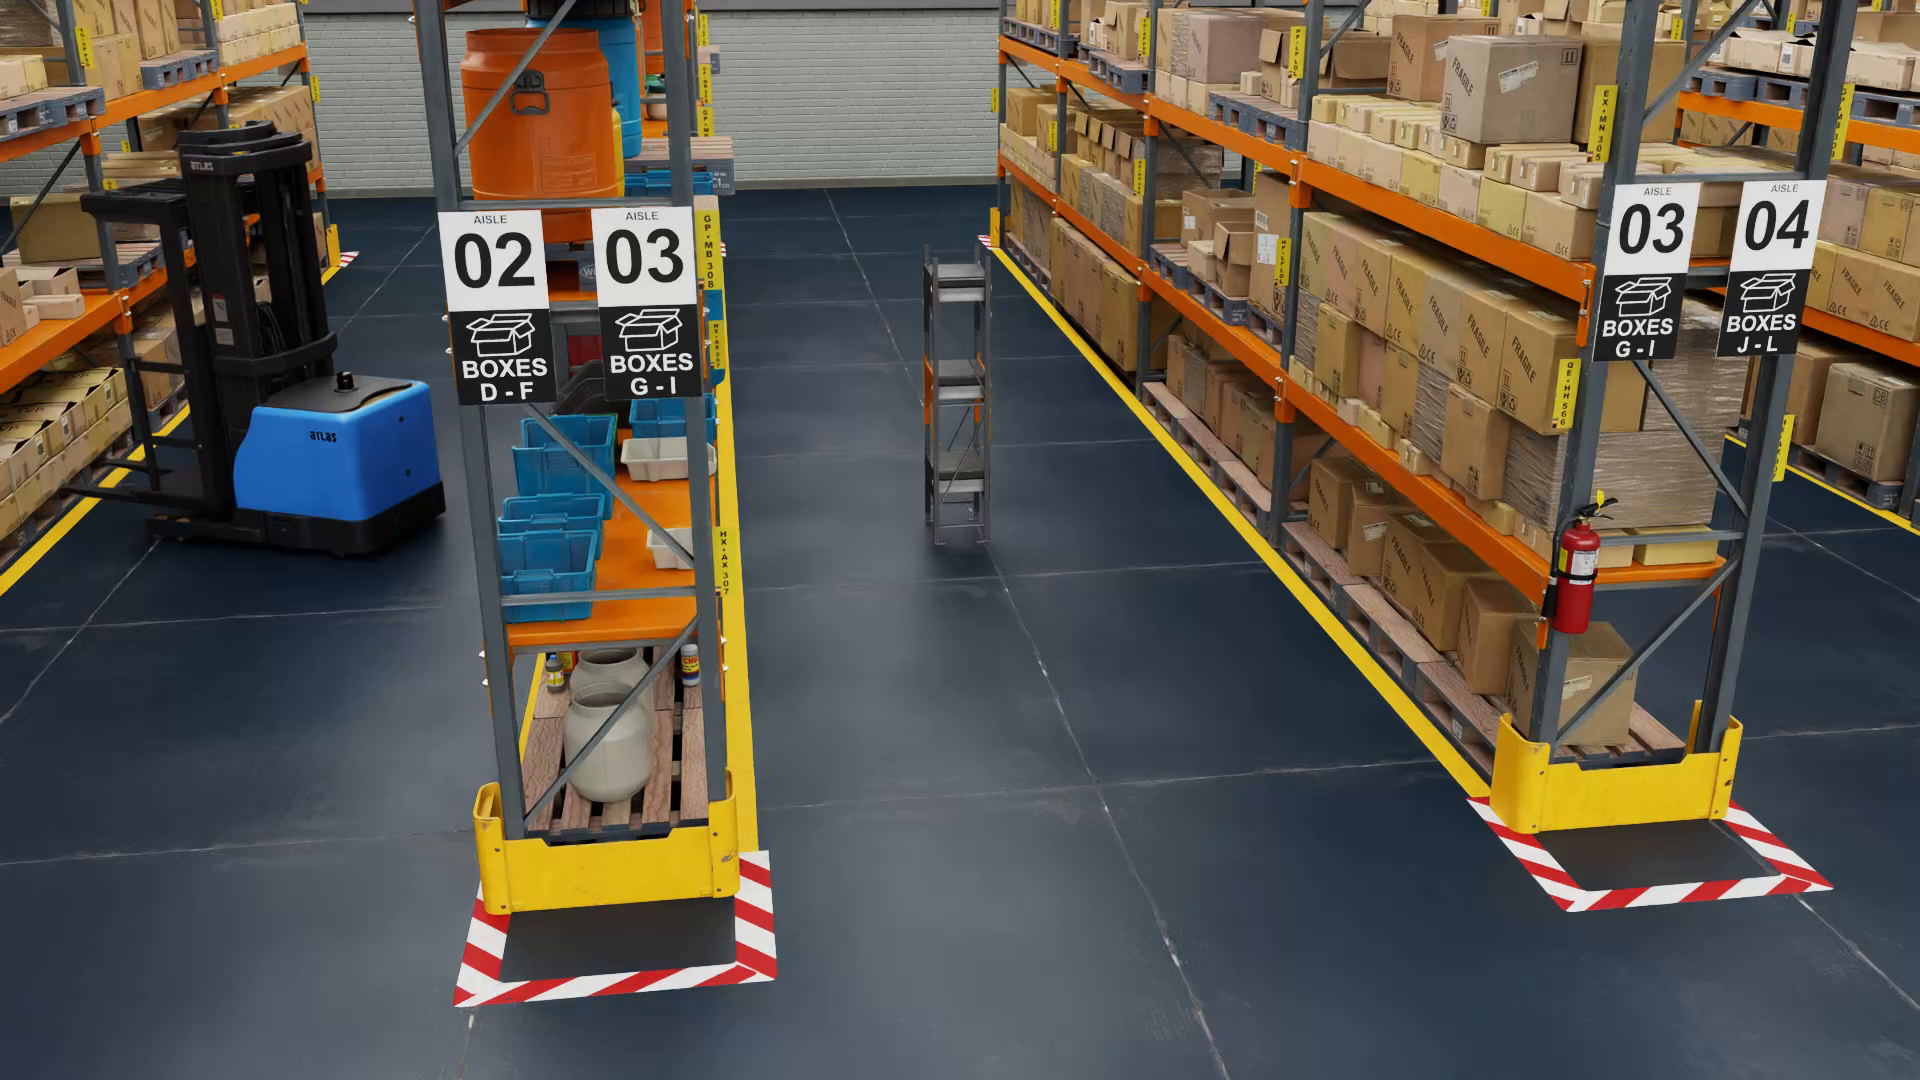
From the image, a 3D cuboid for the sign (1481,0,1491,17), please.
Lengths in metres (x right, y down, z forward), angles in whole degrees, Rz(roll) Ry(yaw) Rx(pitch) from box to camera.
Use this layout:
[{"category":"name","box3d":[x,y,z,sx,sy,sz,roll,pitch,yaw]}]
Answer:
[{"category":"sign","box3d":[5.986,-5.987,18.932,0.100,0.325,0.005,-3,21,-8]}]

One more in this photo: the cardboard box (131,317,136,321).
[{"category":"cardboard box","box3d":[-8.069,-1.797,15.685,0.500,0.500,0.500,-4,21,-10]}]

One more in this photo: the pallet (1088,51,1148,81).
[{"category":"pallet","box3d":[1.866,-4.693,16.478,1.003,0.211,1.213,-2,21,-5]}]

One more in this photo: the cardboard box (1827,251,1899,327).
[{"category":"cardboard box","box3d":[7.262,-1.989,13.110,0.500,0.500,0.500,-3,21,-8]}]

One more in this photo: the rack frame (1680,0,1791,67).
[{"category":"rack frame","box3d":[7.098,-5.795,14.870,1.000,3.000,0.127,-3,21,-8]}]

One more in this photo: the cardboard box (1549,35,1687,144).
[{"category":"cardboard box","box3d":[3.382,-2.353,8.659,0.500,0.500,0.500,-3,21,-8]}]

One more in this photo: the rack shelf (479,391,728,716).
[{"category":"rack shelf","box3d":[-1.861,-0.105,9.239,1.077,0.370,4.000,-3,21,-8]}]

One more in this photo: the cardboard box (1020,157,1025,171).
[{"category":"cardboard box","box3d":[0.970,-4.750,21.005,0.380,0.149,0.250,-3,21,-9]}]

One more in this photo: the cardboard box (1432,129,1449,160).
[{"category":"cardboard box","box3d":[2.806,-2.150,9.042,0.380,0.149,0.250,-4,21,-11]}]

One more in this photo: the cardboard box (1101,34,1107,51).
[{"category":"cardboard box","box3d":[1.665,-5.115,17.097,0.380,0.149,0.250,-4,21,-10]}]

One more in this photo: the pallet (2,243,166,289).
[{"category":"pallet","box3d":[-7.795,-2.412,14.662,1.213,0.211,1.003,-3,21,-8]}]

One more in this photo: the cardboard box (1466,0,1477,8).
[{"category":"cardboard box","box3d":[6.158,-6.311,19.469,0.380,0.149,0.250,-2,21,-6]}]

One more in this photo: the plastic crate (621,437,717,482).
[{"category":"plastic crate","box3d":[-1.665,-0.462,9.542,0.530,0.136,0.437,-3,21,-8]}]

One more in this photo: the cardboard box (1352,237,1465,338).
[{"category":"cardboard box","box3d":[2.710,-1.524,10.013,0.500,0.500,0.500,-3,21,-8]}]

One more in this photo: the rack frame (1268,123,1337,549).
[{"category":"rack frame","box3d":[2.752,-1.384,11.636,1.000,3.000,0.127,-3,21,-8]}]

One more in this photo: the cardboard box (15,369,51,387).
[{"category":"cardboard box","box3d":[-7.843,-1.246,13.794,0.500,0.311,0.500,-2,21,-6]}]

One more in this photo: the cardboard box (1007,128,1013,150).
[{"category":"cardboard box","box3d":[0.906,-5.249,21.772,0.500,0.250,0.500,-3,21,-8]}]

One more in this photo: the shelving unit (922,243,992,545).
[{"category":"shelving unit","box3d":[-0.024,-1.041,12.002,0.431,2.100,0.503,-3,21,-8]}]

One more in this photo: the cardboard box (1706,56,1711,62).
[{"category":"cardboard box","box3d":[6.988,-4.392,15.017,0.380,0.149,0.250,-4,21,-10]}]

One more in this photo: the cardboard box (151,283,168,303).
[{"category":"cardboard box","box3d":[-8.232,-2.516,16.538,0.500,0.250,0.500,-3,21,-8]}]

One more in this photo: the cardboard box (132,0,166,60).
[{"category":"cardboard box","box3d":[-8.086,-4.943,15.991,0.600,0.600,0.600,-3,21,-8]}]

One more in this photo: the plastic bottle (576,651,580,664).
[{"category":"plastic bottle","box3d":[-2.175,0.609,9.553,0.061,0.283,0.133,-3,21,-8]}]

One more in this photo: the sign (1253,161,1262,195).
[{"category":"sign","box3d":[2.711,-3.305,15.237,0.100,0.325,0.005,-3,21,-8]}]

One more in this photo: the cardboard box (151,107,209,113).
[{"category":"cardboard box","box3d":[-8.610,-4.510,18.434,0.500,0.500,0.500,-3,21,-9]}]

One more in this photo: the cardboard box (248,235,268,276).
[{"category":"cardboard box","box3d":[-8.481,-3.343,19.818,0.797,0.503,0.637,-3,21,-8]}]

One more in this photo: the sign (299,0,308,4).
[{"category":"sign","box3d":[-8.229,-6.882,20.802,0.100,0.325,0.005,-3,21,-8]}]

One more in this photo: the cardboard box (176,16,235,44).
[{"category":"cardboard box","box3d":[-8.029,-5.406,17.616,0.500,0.250,0.500,-3,21,-8]}]

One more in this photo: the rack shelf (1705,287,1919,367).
[{"category":"rack shelf","box3d":[7.386,-1.955,14.192,1.077,0.370,4.000,-3,21,-8]}]

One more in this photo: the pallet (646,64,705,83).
[{"category":"pallet","box3d":[-2.739,-4.106,14.906,1.003,0.211,1.213,-3,21,-8]}]

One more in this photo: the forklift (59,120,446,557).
[{"category":"forklift","box3d":[-5.472,-1.535,12.136,3.031,2.935,1.130,6,21,17]}]

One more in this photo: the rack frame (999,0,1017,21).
[{"category":"rack frame","box3d":[1.022,-8.350,21.710,1.000,3.000,0.127,-3,21,-8]}]

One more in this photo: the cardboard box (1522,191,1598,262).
[{"category":"cardboard box","box3d":[3.008,-1.489,7.842,0.500,0.250,0.500,-2,21,-6]}]

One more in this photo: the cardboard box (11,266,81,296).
[{"category":"cardboard box","box3d":[-7.619,-2.101,13.682,0.500,0.311,0.500,-2,21,-4]}]

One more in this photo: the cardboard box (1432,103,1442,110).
[{"category":"cardboard box","box3d":[3.155,-2.629,10.324,0.380,0.149,0.250,-4,21,-10]}]

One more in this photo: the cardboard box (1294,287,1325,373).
[{"category":"cardboard box","box3d":[2.756,-1.412,11.141,0.875,0.500,0.500,-3,21,-8]}]

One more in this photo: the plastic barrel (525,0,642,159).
[{"category":"plastic barrel","box3d":[-2.112,-2.621,9.344,0.600,0.901,0.708,-3,21,-8]}]

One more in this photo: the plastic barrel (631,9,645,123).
[{"category":"plastic barrel","box3d":[-2.728,-3.604,12.678,0.600,0.830,0.708,-3,21,-8]}]

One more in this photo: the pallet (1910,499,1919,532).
[{"category":"pallet","box3d":[7.707,-0.026,11.984,1.003,0.211,1.213,-3,21,-8]}]

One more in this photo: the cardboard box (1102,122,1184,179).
[{"category":"cardboard box","box3d":[1.892,-3.998,17.056,0.797,0.503,0.637,-2,21,-6]}]

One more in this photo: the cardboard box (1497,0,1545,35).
[{"category":"cardboard box","box3d":[6.467,-5.882,18.646,0.700,0.500,0.500,-3,21,-8]}]

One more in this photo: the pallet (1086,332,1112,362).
[{"category":"pallet","box3d":[1.964,-2.161,17.701,1.003,0.211,1.213,-3,21,-8]}]

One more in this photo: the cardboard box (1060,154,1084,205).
[{"category":"cardboard box","box3d":[1.418,-4.029,18.574,0.500,0.500,0.500,-3,21,-8]}]

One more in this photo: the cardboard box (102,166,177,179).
[{"category":"cardboard box","box3d":[-7.889,-3.291,15.997,0.700,0.500,0.500,-8,22,-21]}]

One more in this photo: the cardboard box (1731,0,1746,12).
[{"category":"cardboard box","box3d":[10.983,-7.466,23.104,0.500,0.250,0.500,-5,21,-13]}]

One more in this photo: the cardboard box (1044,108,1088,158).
[{"category":"cardboard box","box3d":[1.268,-4.720,19.285,0.500,0.500,0.500,-2,21,-6]}]

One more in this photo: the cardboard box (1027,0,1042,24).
[{"category":"cardboard box","box3d":[1.234,-6.680,20.641,0.700,0.500,0.500,-4,21,-11]}]

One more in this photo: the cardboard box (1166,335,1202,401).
[{"category":"cardboard box","box3d":[2.292,-1.574,15.086,0.700,0.500,0.500,-4,21,-11]}]

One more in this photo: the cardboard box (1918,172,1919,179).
[{"category":"cardboard box","box3d":[11.342,-4.061,19.016,0.500,0.250,0.500,-3,21,-8]}]

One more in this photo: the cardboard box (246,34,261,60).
[{"category":"cardboard box","box3d":[-8.169,-5.518,18.631,0.500,0.250,0.500,-3,21,-8]}]

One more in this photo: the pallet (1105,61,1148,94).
[{"category":"pallet","box3d":[2.030,-4.306,15.442,1.213,0.211,1.003,-2,21,-5]}]

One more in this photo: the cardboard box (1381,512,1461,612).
[{"category":"cardboard box","box3d":[3.027,0.139,10.529,0.500,0.500,0.500,-5,21,-13]}]

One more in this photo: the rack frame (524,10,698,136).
[{"category":"rack frame","box3d":[-2.149,-3.945,9.917,1.000,3.000,0.127,-3,21,-8]}]

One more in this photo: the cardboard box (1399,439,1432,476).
[{"category":"cardboard box","box3d":[2.763,-0.484,9.584,0.380,0.149,0.250,-3,21,-8]}]

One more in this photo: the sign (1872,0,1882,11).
[{"category":"sign","box3d":[10.856,-6.310,19.685,0.100,0.325,0.005,-3,21,-8]}]

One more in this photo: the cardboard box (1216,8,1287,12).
[{"category":"cardboard box","box3d":[2.492,-4.303,14.306,0.500,0.500,0.500,-2,21,-6]}]

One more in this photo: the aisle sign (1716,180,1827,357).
[{"category":"aisle sign","box3d":[3.634,-1.211,7.456,0.394,0.787,0.004,-3,21,-8]}]

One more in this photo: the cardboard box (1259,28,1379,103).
[{"category":"cardboard box","box3d":[2.646,-3.529,12.342,0.797,0.503,0.637,-2,21,-6]}]

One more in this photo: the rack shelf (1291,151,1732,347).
[{"category":"rack shelf","box3d":[3.040,-1.760,9.383,1.077,0.370,4.000,-3,21,-8]}]

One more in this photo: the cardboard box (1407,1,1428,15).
[{"category":"cardboard box","box3d":[5.963,-6.627,20.886,0.500,0.250,0.500,-4,21,-10]}]

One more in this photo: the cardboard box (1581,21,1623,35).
[{"category":"cardboard box","box3d":[6.611,-4.967,16.799,0.500,0.500,0.500,-3,21,-8]}]
